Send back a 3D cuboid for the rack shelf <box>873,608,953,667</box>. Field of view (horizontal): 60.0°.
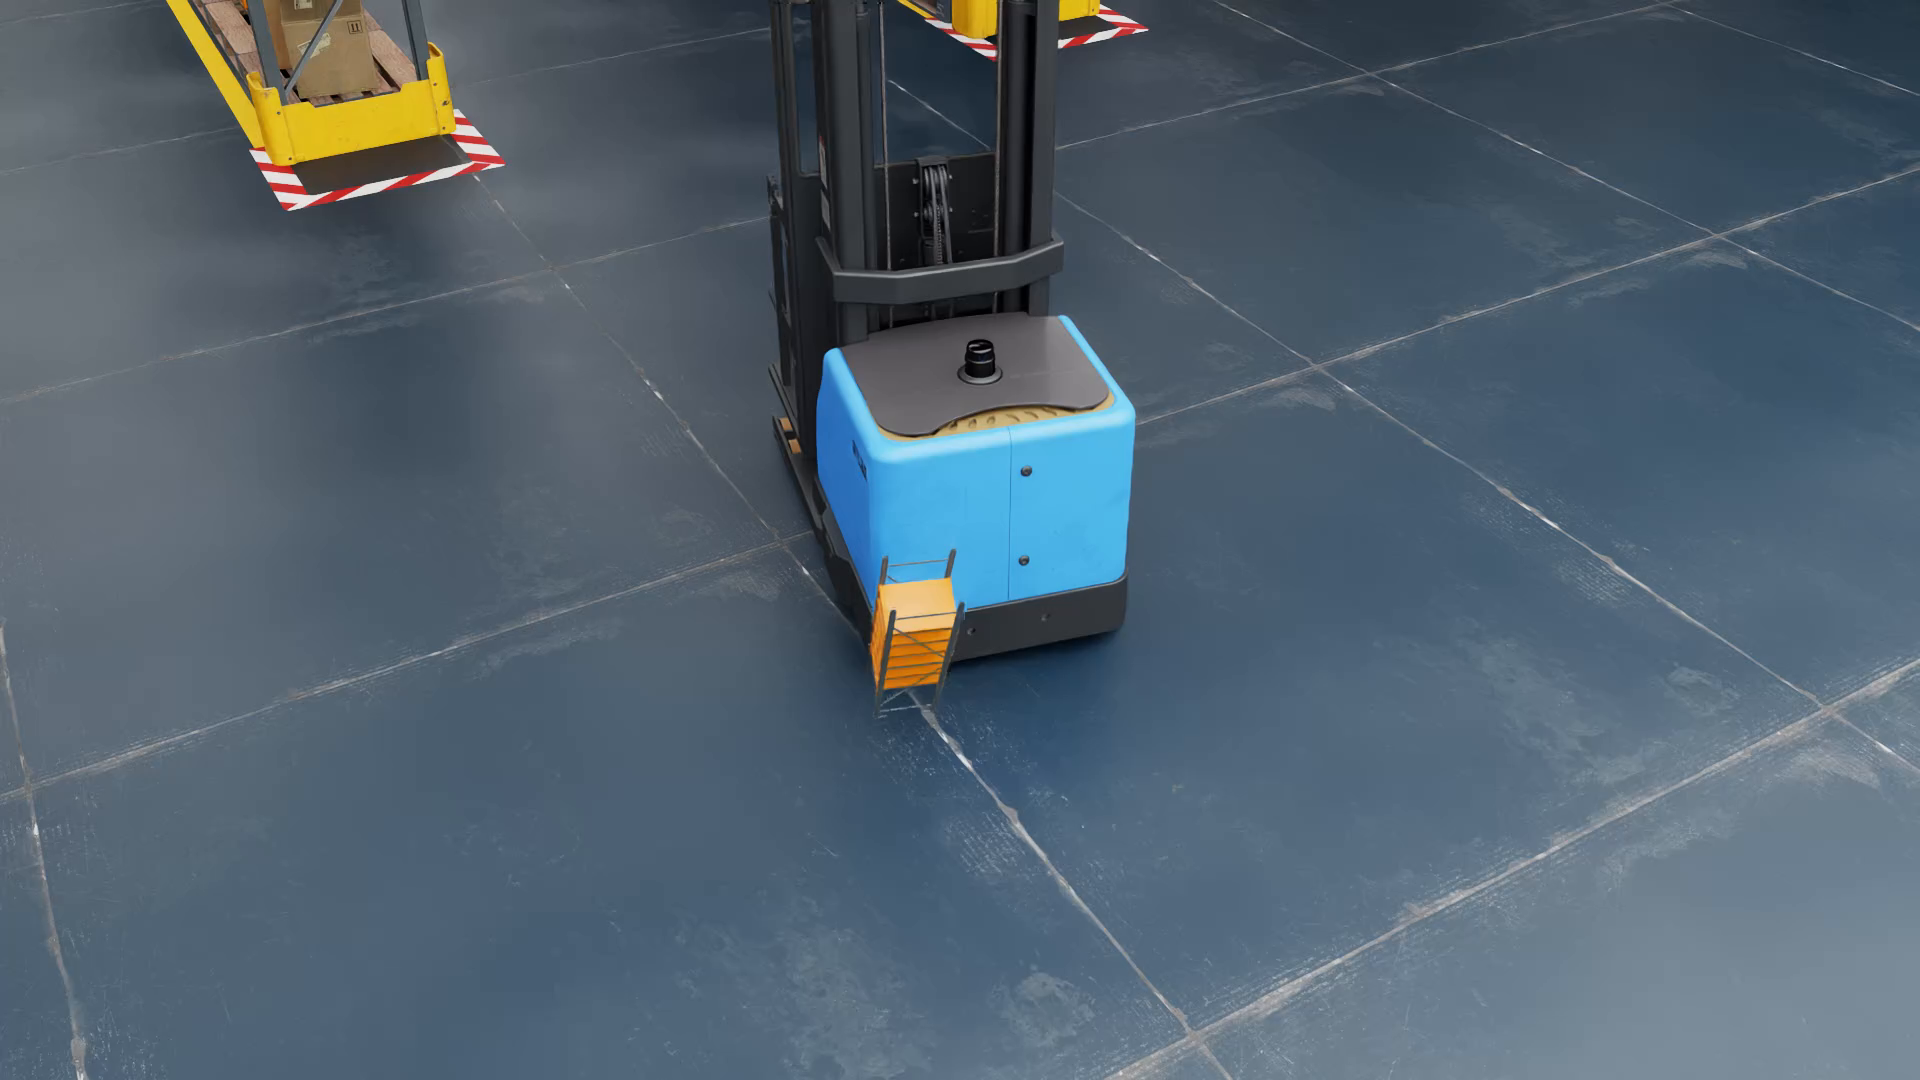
[{"bbox_3d":[-0.164,0.324,5.747,0.258,0.103,0.180,-6,69,-8],"label":"rack shelf"}]

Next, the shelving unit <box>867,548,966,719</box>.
[{"bbox_3d":[-0.171,0.353,5.816,0.258,1.200,0.189,-6,69,-8],"label":"shelving unit"}]

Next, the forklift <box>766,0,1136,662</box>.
[{"bbox_3d":[-0.244,-1.545,6.880,1.130,2.935,3.031,-10,37,-13],"label":"forklift"}]

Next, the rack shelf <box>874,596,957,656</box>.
[{"bbox_3d":[-0.152,0.279,5.636,0.258,0.103,0.180,-6,69,-8],"label":"rack shelf"}]

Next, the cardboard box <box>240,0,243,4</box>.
[{"bbox_3d":[-5.014,-4.174,12.185,0.500,0.500,0.500,-23,42,-28],"label":"cardboard box"}]

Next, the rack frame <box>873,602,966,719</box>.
[{"bbox_3d":[-0.157,0.437,5.783,0.240,1.200,0.006,-6,69,-8],"label":"rack frame"}]

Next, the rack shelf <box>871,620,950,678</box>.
[{"bbox_3d":[-0.175,0.370,5.857,0.258,0.103,0.180,-6,69,-8],"label":"rack shelf"}]

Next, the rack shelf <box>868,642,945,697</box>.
[{"bbox_3d":[-0.197,0.461,6.078,0.258,0.103,0.180,-6,69,-8],"label":"rack shelf"}]

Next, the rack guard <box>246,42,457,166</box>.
[{"bbox_3d":[-3.883,-2.803,10.663,1.175,0.500,0.348,-19,40,-24],"label":"rack guard"}]

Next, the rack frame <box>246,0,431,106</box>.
[{"bbox_3d":[-3.845,-3.773,9.873,1.000,3.000,0.127,-19,40,-24],"label":"rack frame"}]

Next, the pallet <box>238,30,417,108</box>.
[{"bbox_3d":[-4.261,-3.111,11.330,1.003,0.211,1.213,-19,40,-24],"label":"pallet"}]

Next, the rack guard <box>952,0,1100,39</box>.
[{"bbox_3d":[0.507,-4.170,12.535,1.175,0.500,0.348,-19,40,-24],"label":"rack guard"}]

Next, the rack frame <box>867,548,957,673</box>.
[{"bbox_3d":[-0.184,0.269,5.849,0.240,1.200,0.006,-6,69,-8],"label":"rack frame"}]

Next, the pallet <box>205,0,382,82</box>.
[{"bbox_3d":[-4.869,-3.732,12.181,1.003,0.211,1.213,-19,40,-24],"label":"pallet"}]

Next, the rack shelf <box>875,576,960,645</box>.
[{"bbox_3d":[-0.141,0.234,5.525,0.258,0.103,0.180,-6,69,-8],"label":"rack shelf"}]

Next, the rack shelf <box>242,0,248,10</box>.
[{"bbox_3d":[-4.850,-4.503,11.482,1.077,0.370,4.000,-19,40,-24],"label":"rack shelf"}]

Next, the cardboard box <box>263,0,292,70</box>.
[{"bbox_3d":[-4.474,-3.551,11.333,0.500,0.500,0.500,-9,37,-12],"label":"cardboard box"}]

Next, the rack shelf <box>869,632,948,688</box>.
[{"bbox_3d":[-0.186,0.415,5.968,0.258,0.103,0.180,-6,69,-8],"label":"rack shelf"}]

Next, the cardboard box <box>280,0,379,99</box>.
[{"bbox_3d":[-4.144,-3.257,10.929,0.500,0.500,0.500,-12,38,-16],"label":"cardboard box"}]

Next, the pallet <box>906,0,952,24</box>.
[{"bbox_3d":[0.025,-4.450,13.164,1.003,0.211,1.213,-19,40,-24],"label":"pallet"}]

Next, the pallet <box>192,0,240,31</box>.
[{"bbox_3d":[-5.486,-4.355,13.034,1.003,0.211,1.213,-19,40,-24],"label":"pallet"}]
